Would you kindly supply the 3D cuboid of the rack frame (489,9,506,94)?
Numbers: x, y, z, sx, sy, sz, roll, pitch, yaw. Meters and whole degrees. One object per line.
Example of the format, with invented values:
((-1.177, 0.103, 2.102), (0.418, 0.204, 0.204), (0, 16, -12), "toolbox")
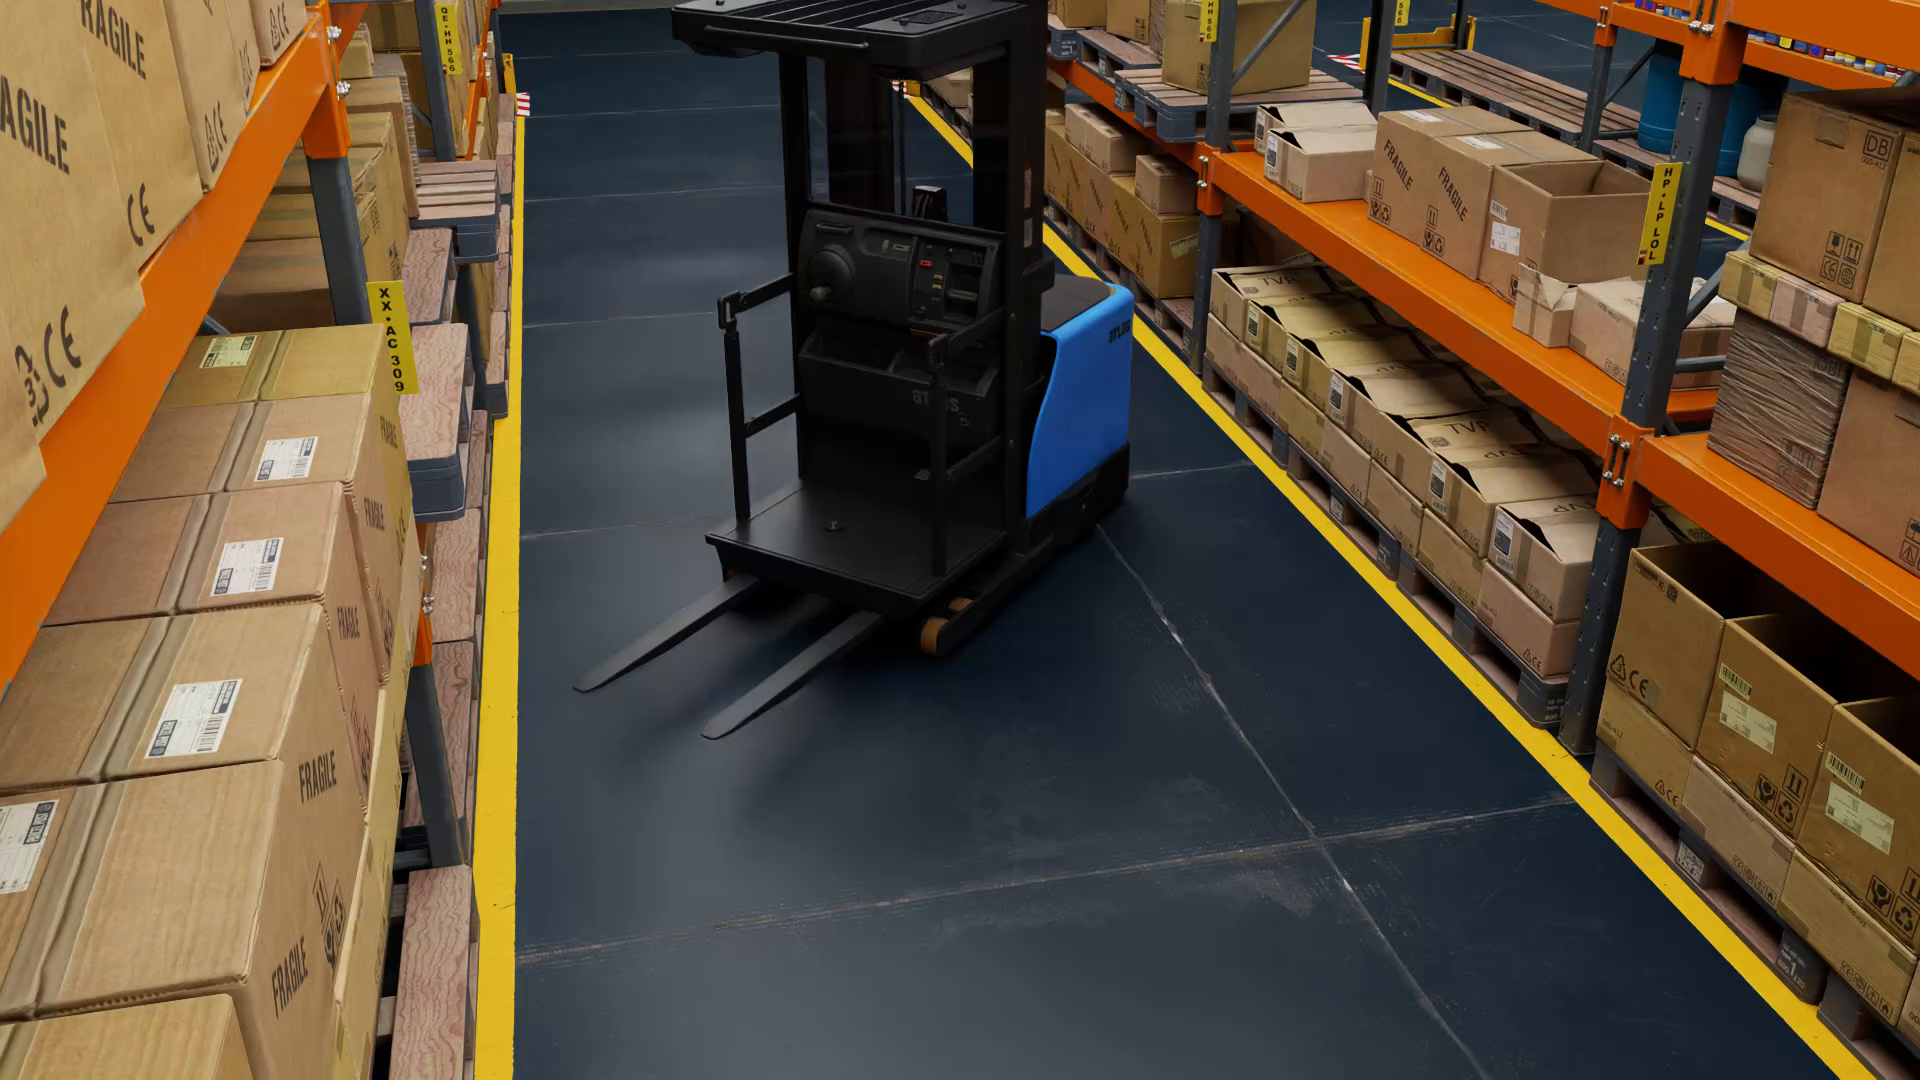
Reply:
((-4.785, -5.372, 15.065), (1.000, 3.000, 0.127), (-6, 27, -12), "rack frame")

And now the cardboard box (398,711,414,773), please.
((-2.263, 0.494, 5.729), (0.700, 0.500, 0.500), (-5, 27, -10), "cardboard box")

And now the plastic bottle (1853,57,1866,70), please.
((6.015, -3.268, 11.038), (0.097, 0.271, 0.097), (0, 27, 0), "plastic bottle")

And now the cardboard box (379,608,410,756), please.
((-1.574, 0.350, 3.871), (0.500, 0.250, 0.500), (-6, 27, -11), "cardboard box")

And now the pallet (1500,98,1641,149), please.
((5.565, -3.696, 14.839), (1.003, 0.211, 1.213), (-6, 27, -12), "pallet")

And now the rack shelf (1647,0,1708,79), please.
((2.294, -2.505, 6.853), (1.077, 0.370, 4.000), (-6, 27, -12), "rack shelf")

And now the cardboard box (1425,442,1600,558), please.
((2.251, -0.196, 6.772), (0.500, 0.311, 0.500), (-5, 27, -10), "cardboard box")

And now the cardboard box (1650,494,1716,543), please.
((2.894, -0.026, 6.436), (0.500, 0.311, 0.500), (-6, 27, -11), "cardboard box")

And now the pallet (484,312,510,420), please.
((-3.086, -0.969, 9.436), (1.003, 0.211, 1.213), (-6, 27, -12), "pallet")

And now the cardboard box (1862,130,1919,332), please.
((2.966, -0.817, 4.489), (0.700, 0.500, 0.500), (-6, 27, -12), "cardboard box")

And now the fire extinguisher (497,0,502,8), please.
((-4.369, -5.284, 15.390), (0.296, 0.674, 0.183), (-6, 27, -12), "fire extinguisher")

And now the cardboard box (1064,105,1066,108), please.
((0.853, -3.637, 14.284), (0.380, 0.166, 0.250), (-6, 27, -12), "cardboard box")

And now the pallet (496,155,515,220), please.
((-3.979, -2.713, 12.891), (1.003, 0.211, 1.213), (-6, 27, -12), "pallet")

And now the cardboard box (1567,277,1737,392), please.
((2.591, -0.754, 6.081), (0.500, 0.250, 0.500), (-4, 27, -8), "cardboard box")

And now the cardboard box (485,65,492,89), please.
((-3.969, -3.714, 13.368), (0.380, 0.149, 0.250), (-7, 28, -13), "cardboard box")

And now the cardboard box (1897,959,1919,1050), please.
((2.888, 1.324, 4.383), (0.500, 0.250, 0.500), (-6, 27, -12), "cardboard box")

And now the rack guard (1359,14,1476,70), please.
((4.849, -5.272, 17.639), (1.175, 0.500, 0.348), (-6, 27, -12), "rack guard")

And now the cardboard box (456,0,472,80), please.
((-3.187, -2.962, 9.827), (0.500, 0.500, 0.500), (-5, 27, -10), "cardboard box")

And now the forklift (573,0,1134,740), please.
((-0.371, -1.068, 6.613), (1.130, 2.935, 3.031), (15, 31, 27), "forklift")

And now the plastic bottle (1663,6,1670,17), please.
((5.532, -4.210, 12.906), (0.097, 0.271, 0.097), (0, 27, 0), "plastic bottle")

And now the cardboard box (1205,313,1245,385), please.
((1.675, -1.065, 9.117), (0.500, 0.250, 0.500), (-6, 27, -12), "cardboard box")

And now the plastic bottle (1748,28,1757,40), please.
((5.762, -3.761, 12.015), (0.097, 0.271, 0.097), (0, 27, 0), "plastic bottle")

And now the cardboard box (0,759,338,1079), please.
((-1.206, 0.689, 2.367), (0.500, 0.500, 0.500), (-7, 28, -13), "cardboard box")

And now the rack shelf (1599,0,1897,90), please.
((6.219, -3.423, 12.001), (1.077, 0.370, 4.000), (-6, 27, -12), "rack shelf")

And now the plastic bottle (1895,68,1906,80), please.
((6.103, -3.066, 10.715), (0.097, 0.201, 0.097), (0, 27, 0), "plastic bottle")

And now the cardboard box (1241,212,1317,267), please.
((2.019, -1.674, 10.024), (0.500, 0.500, 0.500), (-5, 27, -9), "cardboard box")

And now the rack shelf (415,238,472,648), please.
((-2.531, -0.661, 6.529), (1.077, 0.370, 4.000), (-6, 27, -12), "rack shelf")

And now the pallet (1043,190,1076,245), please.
((1.162, -2.523, 12.514), (1.003, 0.211, 1.213), (-6, 27, -12), "pallet")

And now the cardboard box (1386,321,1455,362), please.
((2.436, -0.921, 8.209), (0.500, 0.311, 0.500), (-6, 27, -12), "cardboard box")

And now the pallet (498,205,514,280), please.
((-3.636, -2.040, 11.558), (1.003, 0.211, 1.213), (-6, 27, -12), "pallet")

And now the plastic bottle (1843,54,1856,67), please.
((5.993, -3.279, 11.139), (0.097, 0.201, 0.097), (0, 27, 0), "plastic bottle")

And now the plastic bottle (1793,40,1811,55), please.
((5.911, -3.554, 11.518), (0.144, 0.351, 0.185), (-6, 27, -12), "plastic bottle")

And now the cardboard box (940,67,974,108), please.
((0.112, -4.139, 15.185), (0.500, 0.250, 0.500), (-6, 27, -12), "cardboard box")

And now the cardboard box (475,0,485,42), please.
((-3.990, -3.990, 11.993), (0.980, 0.700, 0.700), (-6, 27, -11), "cardboard box")

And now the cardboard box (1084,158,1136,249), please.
((1.163, -2.289, 11.242), (0.500, 0.500, 0.500), (-7, 28, -14), "cardboard box")

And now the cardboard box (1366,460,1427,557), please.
((2.141, -0.168, 7.340), (0.500, 0.250, 0.500), (-5, 27, -10), "cardboard box")

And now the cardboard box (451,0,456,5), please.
((-3.071, -3.062, 9.192), (0.500, 0.250, 0.500), (-6, 27, -11), "cardboard box")

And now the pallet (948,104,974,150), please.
((0.510, -3.714, 14.875), (1.003, 0.211, 1.213), (-6, 27, -12), "pallet")

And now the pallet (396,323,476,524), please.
((-2.111, -0.369, 5.365), (1.003, 0.211, 1.213), (-6, 27, -12), "pallet")

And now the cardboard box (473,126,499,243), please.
((-3.407, -2.182, 10.664), (0.750, 0.750, 0.750), (-5, 27, -10), "cardboard box")

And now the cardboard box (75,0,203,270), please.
((-1.360, -0.613, 2.174), (0.500, 0.500, 0.500), (-4, 27, -8), "cardboard box")

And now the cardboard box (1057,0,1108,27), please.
((1.048, -3.827, 11.426), (0.700, 0.500, 0.500), (-2, 27, -3), "cardboard box")

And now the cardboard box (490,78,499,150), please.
((-4.176, -3.473, 13.610), (0.700, 0.500, 0.500), (-5, 27, -10), "cardboard box")

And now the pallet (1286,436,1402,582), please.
((2.262, -0.220, 7.952), (1.003, 0.211, 1.213), (-6, 27, -12), "pallet")

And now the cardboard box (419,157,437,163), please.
((-2.831, -1.925, 8.492), (0.380, 0.149, 0.250), (-6, 27, -12), "cardboard box")

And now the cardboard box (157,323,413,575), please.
((-1.673, -0.205, 4.139), (0.500, 0.500, 0.500), (-6, 27, -12), "cardboard box")

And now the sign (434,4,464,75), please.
((-2.455, -2.401, 7.981), (0.100, 0.325, 0.005), (-6, 27, -12), "sign")

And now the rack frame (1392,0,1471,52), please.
((4.867, -6.378, 17.058), (1.000, 3.000, 0.127), (-6, 27, -12), "rack frame")

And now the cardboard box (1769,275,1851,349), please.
((2.673, -0.695, 4.968), (0.380, 0.149, 0.250), (-6, 27, -11), "cardboard box")

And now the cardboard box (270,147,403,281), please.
((-2.460, -1.104, 6.009), (0.700, 0.500, 0.500), (-2, 27, -5), "cardboard box")

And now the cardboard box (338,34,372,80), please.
((-2.788, -2.103, 7.268), (0.380, 0.149, 0.250), (-11, 29, -20), "cardboard box")

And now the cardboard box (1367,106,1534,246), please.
((2.237, -1.675, 7.628), (0.500, 0.500, 0.500), (-7, 28, -14), "cardboard box")

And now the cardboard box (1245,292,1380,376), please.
((1.802, -1.086, 8.535), (0.500, 0.311, 0.500), (-7, 28, -13), "cardboard box")
